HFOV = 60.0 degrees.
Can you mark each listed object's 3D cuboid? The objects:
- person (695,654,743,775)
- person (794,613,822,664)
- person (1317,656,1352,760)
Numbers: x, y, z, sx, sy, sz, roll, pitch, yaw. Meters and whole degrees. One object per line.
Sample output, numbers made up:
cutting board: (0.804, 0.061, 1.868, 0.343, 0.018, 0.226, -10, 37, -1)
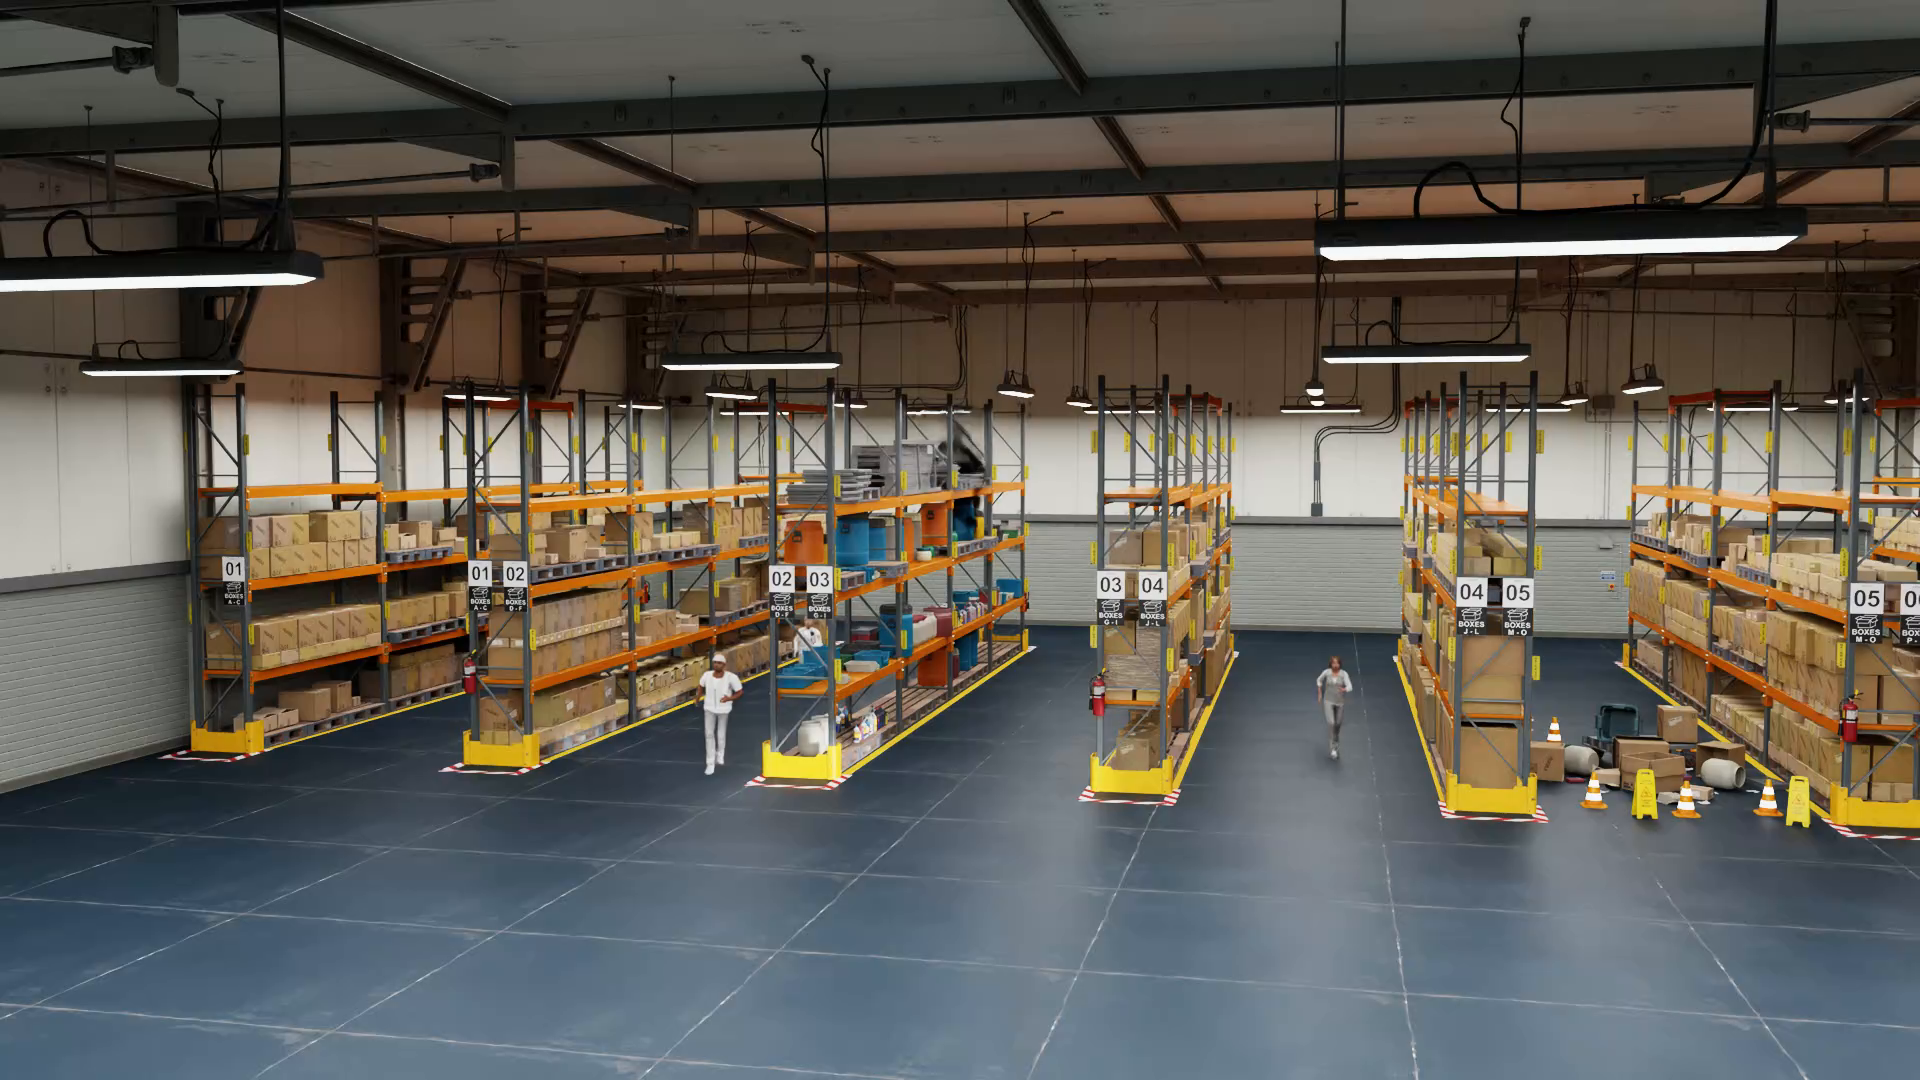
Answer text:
person: (-3.701, 2.662, 25.571, 0.738, 1.828, 0.823, 0, 3, 4)
person: (-2.970, 2.247, 32.160, 0.576, 1.654, 0.616, 0, 3, 4)
person: (6.013, 2.651, 26.704, 0.521, 1.612, 0.855, 0, 3, 6)
